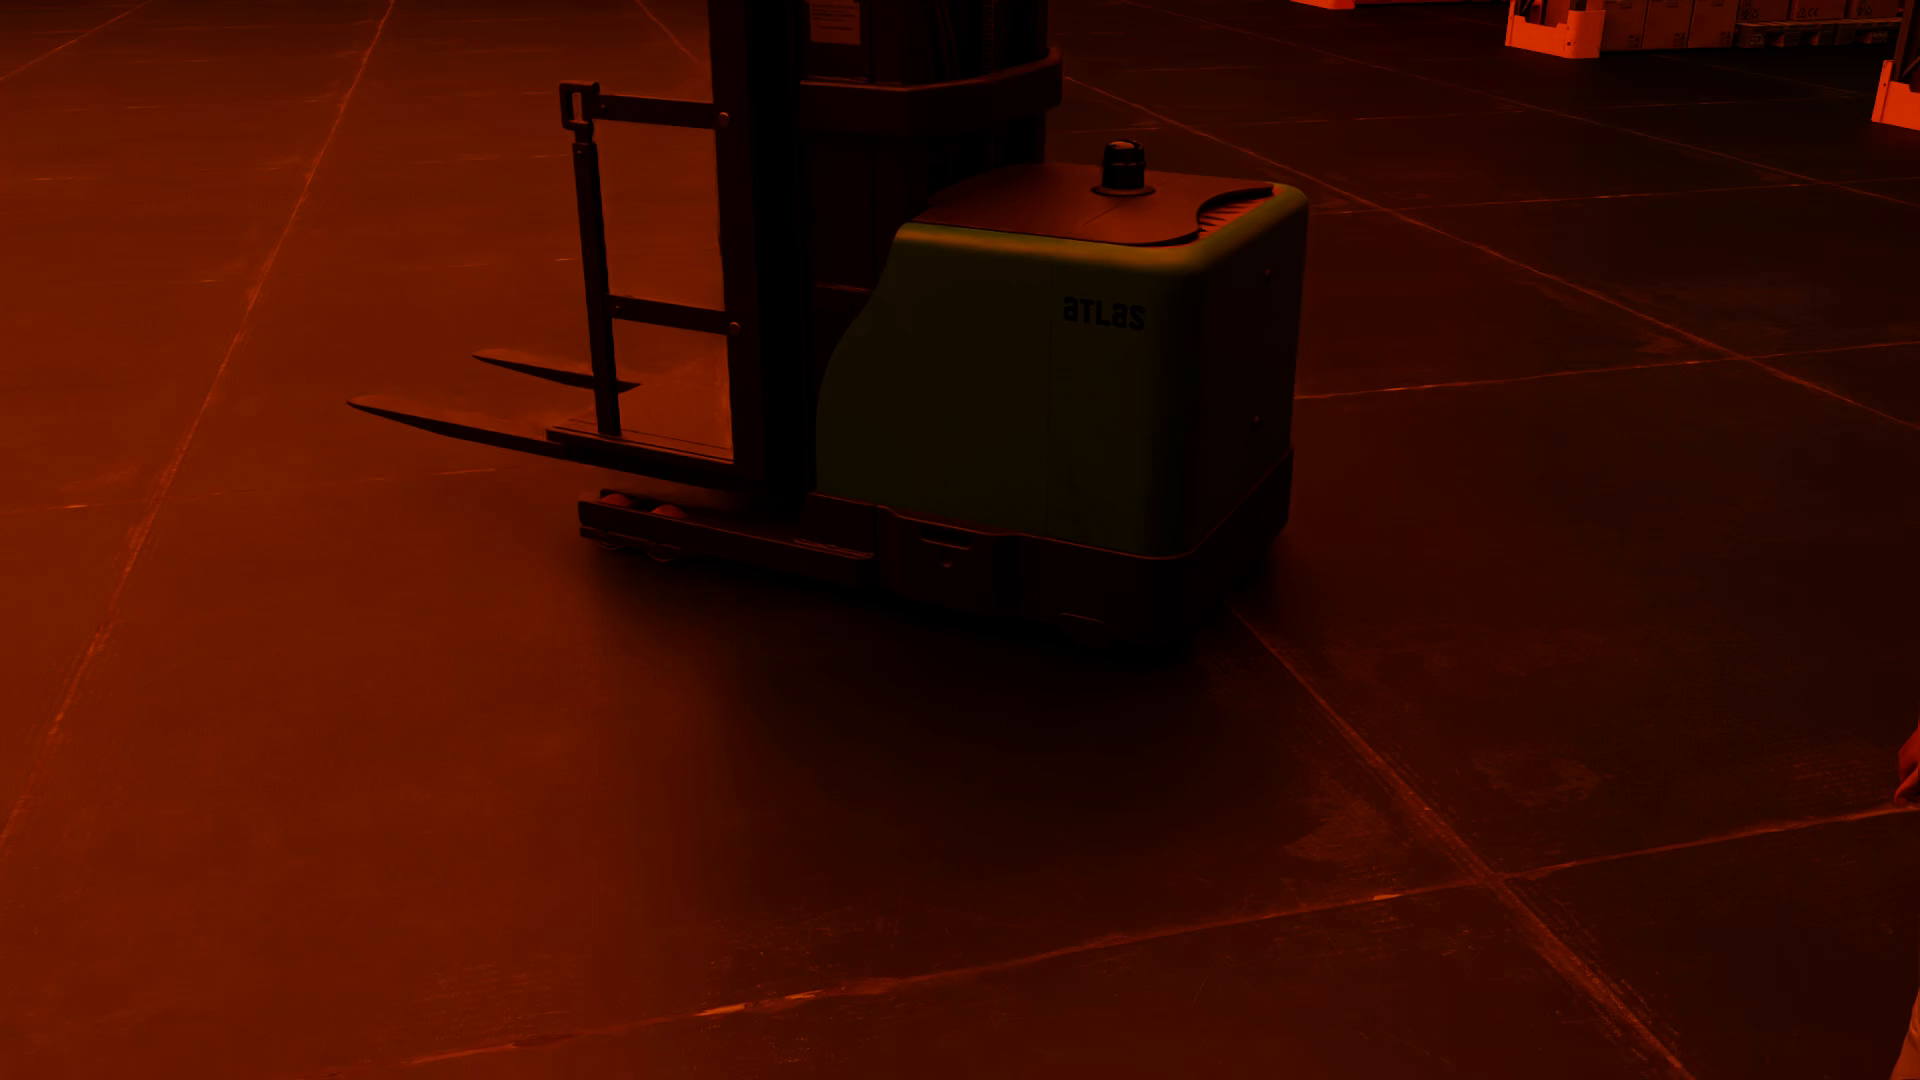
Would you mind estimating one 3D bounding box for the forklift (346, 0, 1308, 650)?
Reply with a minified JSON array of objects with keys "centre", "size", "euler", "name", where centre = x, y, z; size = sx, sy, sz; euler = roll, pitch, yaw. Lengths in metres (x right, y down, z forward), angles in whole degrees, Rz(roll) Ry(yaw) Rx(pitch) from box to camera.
[{"centre":[-0.563,-1.453,4.725],"size":[3.031,2.935,1.130],"euler":[11,26,25],"name":"forklift"}]
